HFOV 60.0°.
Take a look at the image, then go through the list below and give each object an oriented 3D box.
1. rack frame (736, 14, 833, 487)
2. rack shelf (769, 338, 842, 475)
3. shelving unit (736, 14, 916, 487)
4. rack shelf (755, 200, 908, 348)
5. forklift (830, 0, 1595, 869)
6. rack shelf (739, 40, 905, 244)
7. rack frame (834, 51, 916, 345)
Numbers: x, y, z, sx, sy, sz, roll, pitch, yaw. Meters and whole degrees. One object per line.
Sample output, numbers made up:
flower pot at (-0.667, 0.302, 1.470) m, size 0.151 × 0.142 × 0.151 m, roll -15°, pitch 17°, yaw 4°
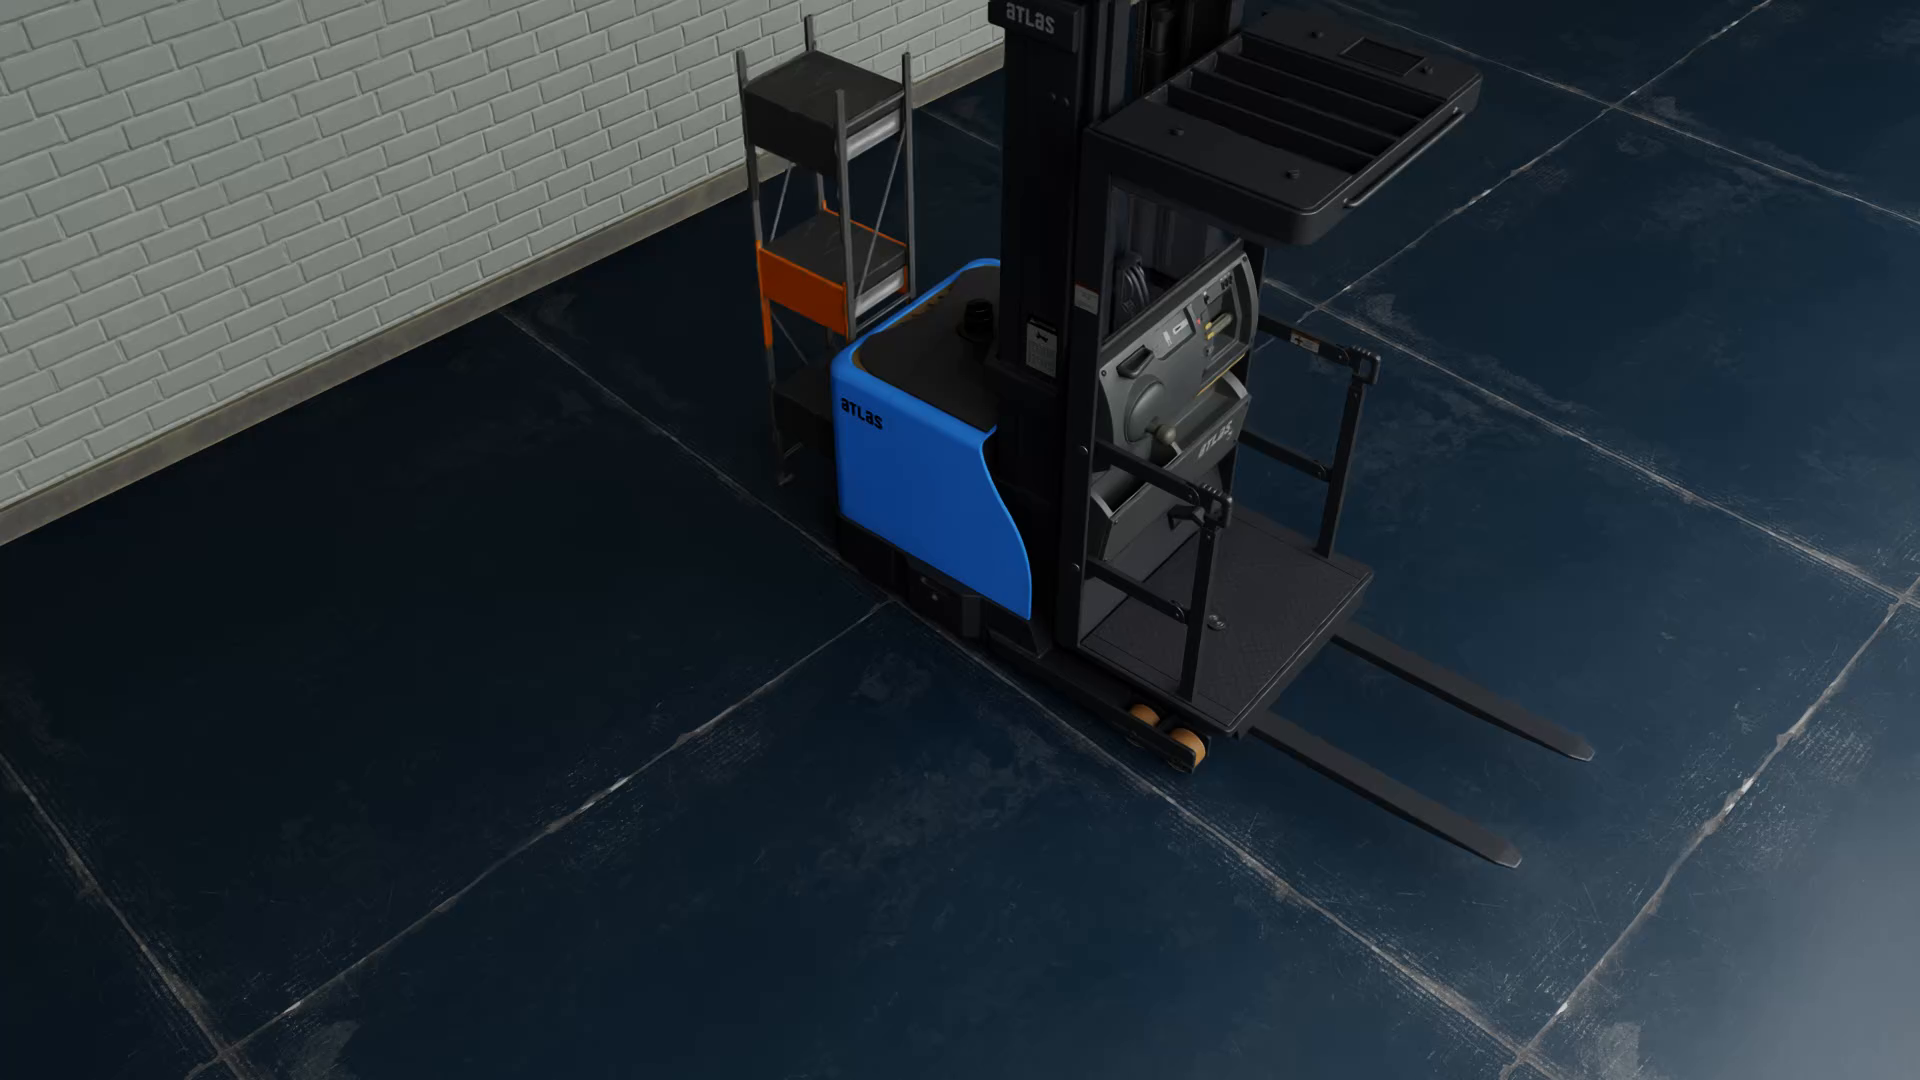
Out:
rack frame at (-0.691, -1.120, 6.915) m, size 0.015 × 2.100 × 0.400 m, roll 29°, pitch 50°, yaw 28°
rack shelf at (-0.502, -0.492, 7.286) m, size 0.480 × 0.518 × 0.431 m, roll 29°, pitch 50°, yaw 28°
shelving unit at (-0.502, -1.016, 6.802) m, size 0.503 × 2.100 × 0.431 m, roll 29°, pitch 50°, yaw 28°
rack shelf at (-0.502, -1.006, 6.811) m, size 0.480 × 0.518 × 0.431 m, roll 29°, pitch 50°, yaw 28°
forklift at (0.940, -0.610, 5.750) m, size 3.031 × 2.935 × 1.130 m, roll 29°, pitch 50°, yaw 28°
rack shelf at (-0.502, -1.520, 6.336) m, size 0.480 × 0.518 × 0.431 m, roll 29°, pitch 50°, yaw 28°
rack frame at (-0.312, -0.911, 6.689) m, size 0.015 × 2.100 × 0.400 m, roll 29°, pitch 50°, yaw 28°
